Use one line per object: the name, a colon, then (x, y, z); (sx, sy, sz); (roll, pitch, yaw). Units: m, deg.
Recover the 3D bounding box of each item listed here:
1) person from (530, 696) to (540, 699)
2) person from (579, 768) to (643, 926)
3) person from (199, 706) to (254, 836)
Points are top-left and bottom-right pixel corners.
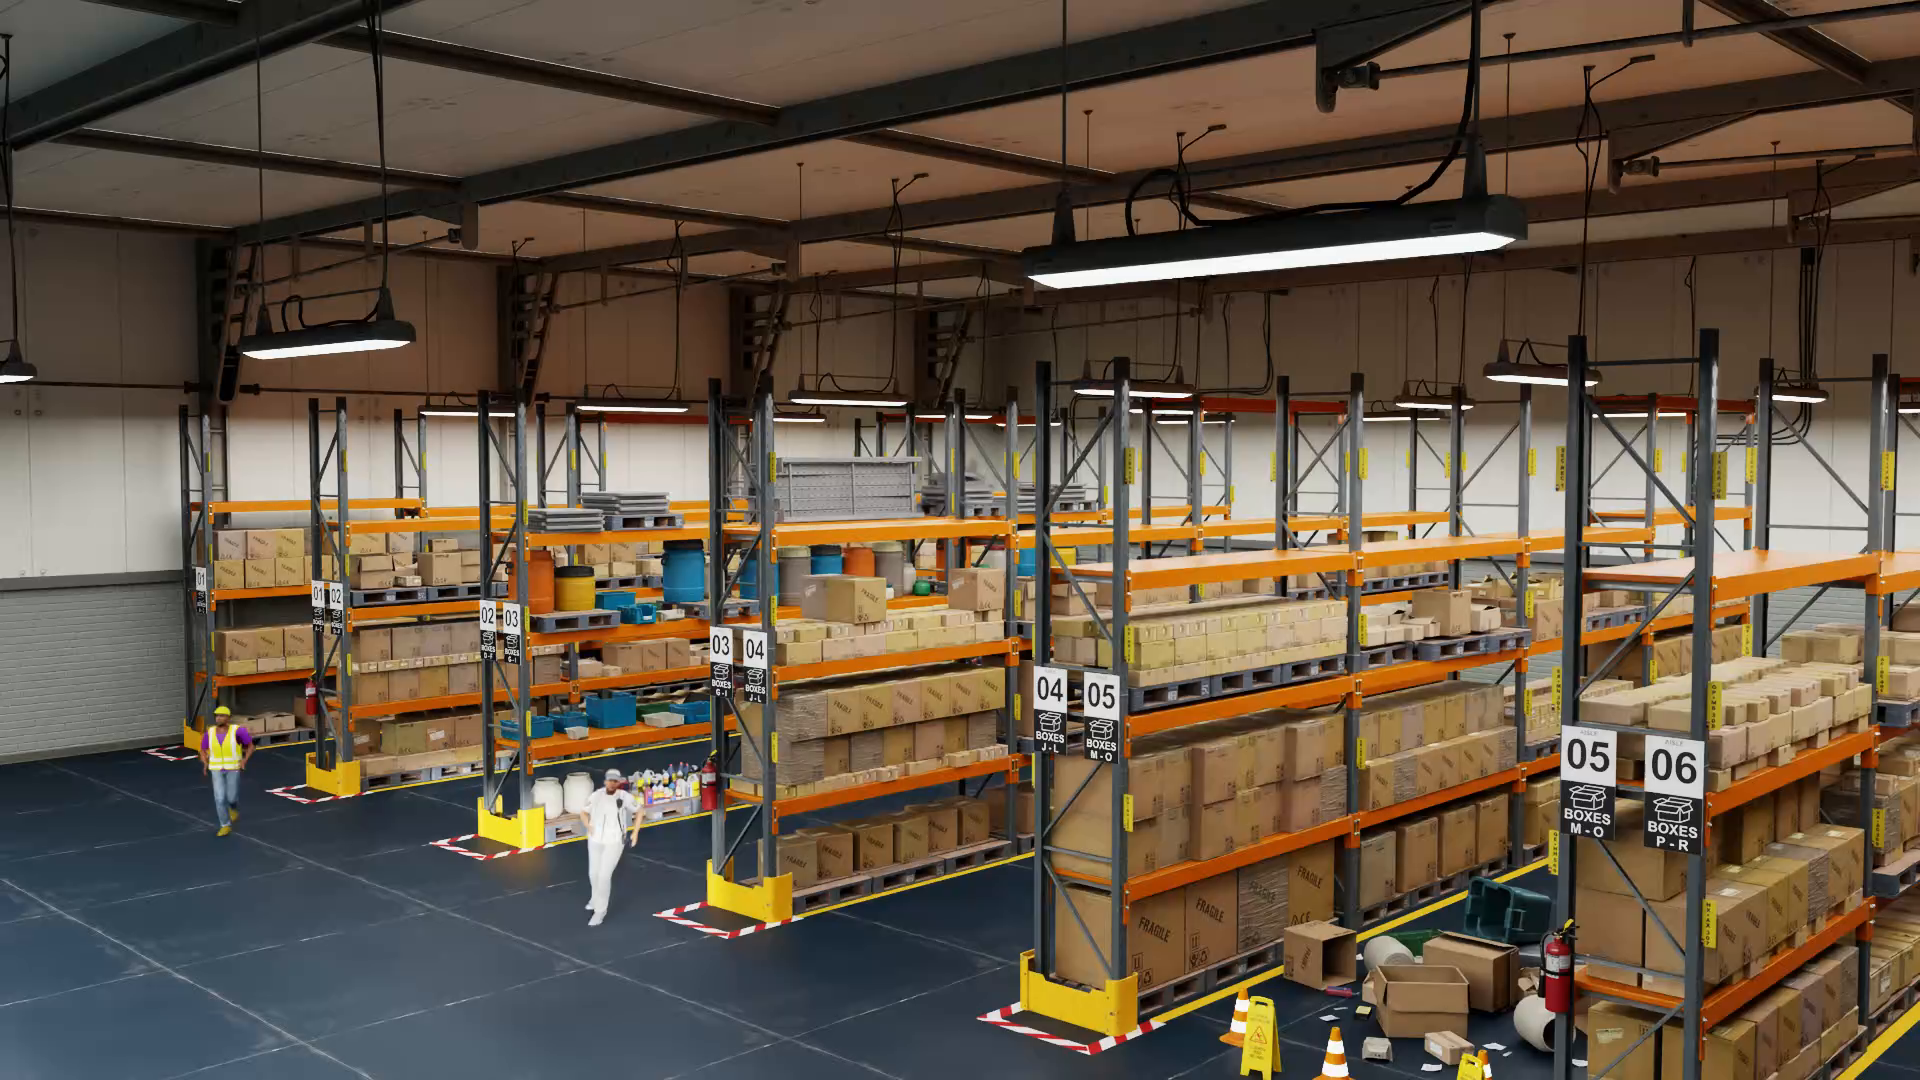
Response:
person: (-7.725, 2.792, 30.373); (0.559, 1.575, 0.539); (2, 4, 39)
person: (-3.886, 3.378, 18.444); (0.667, 1.706, 0.707); (0, 3, 6)
person: (-9.982, 3.115, 22.623); (0.693, 1.735, 0.582); (-1, 3, -12)
